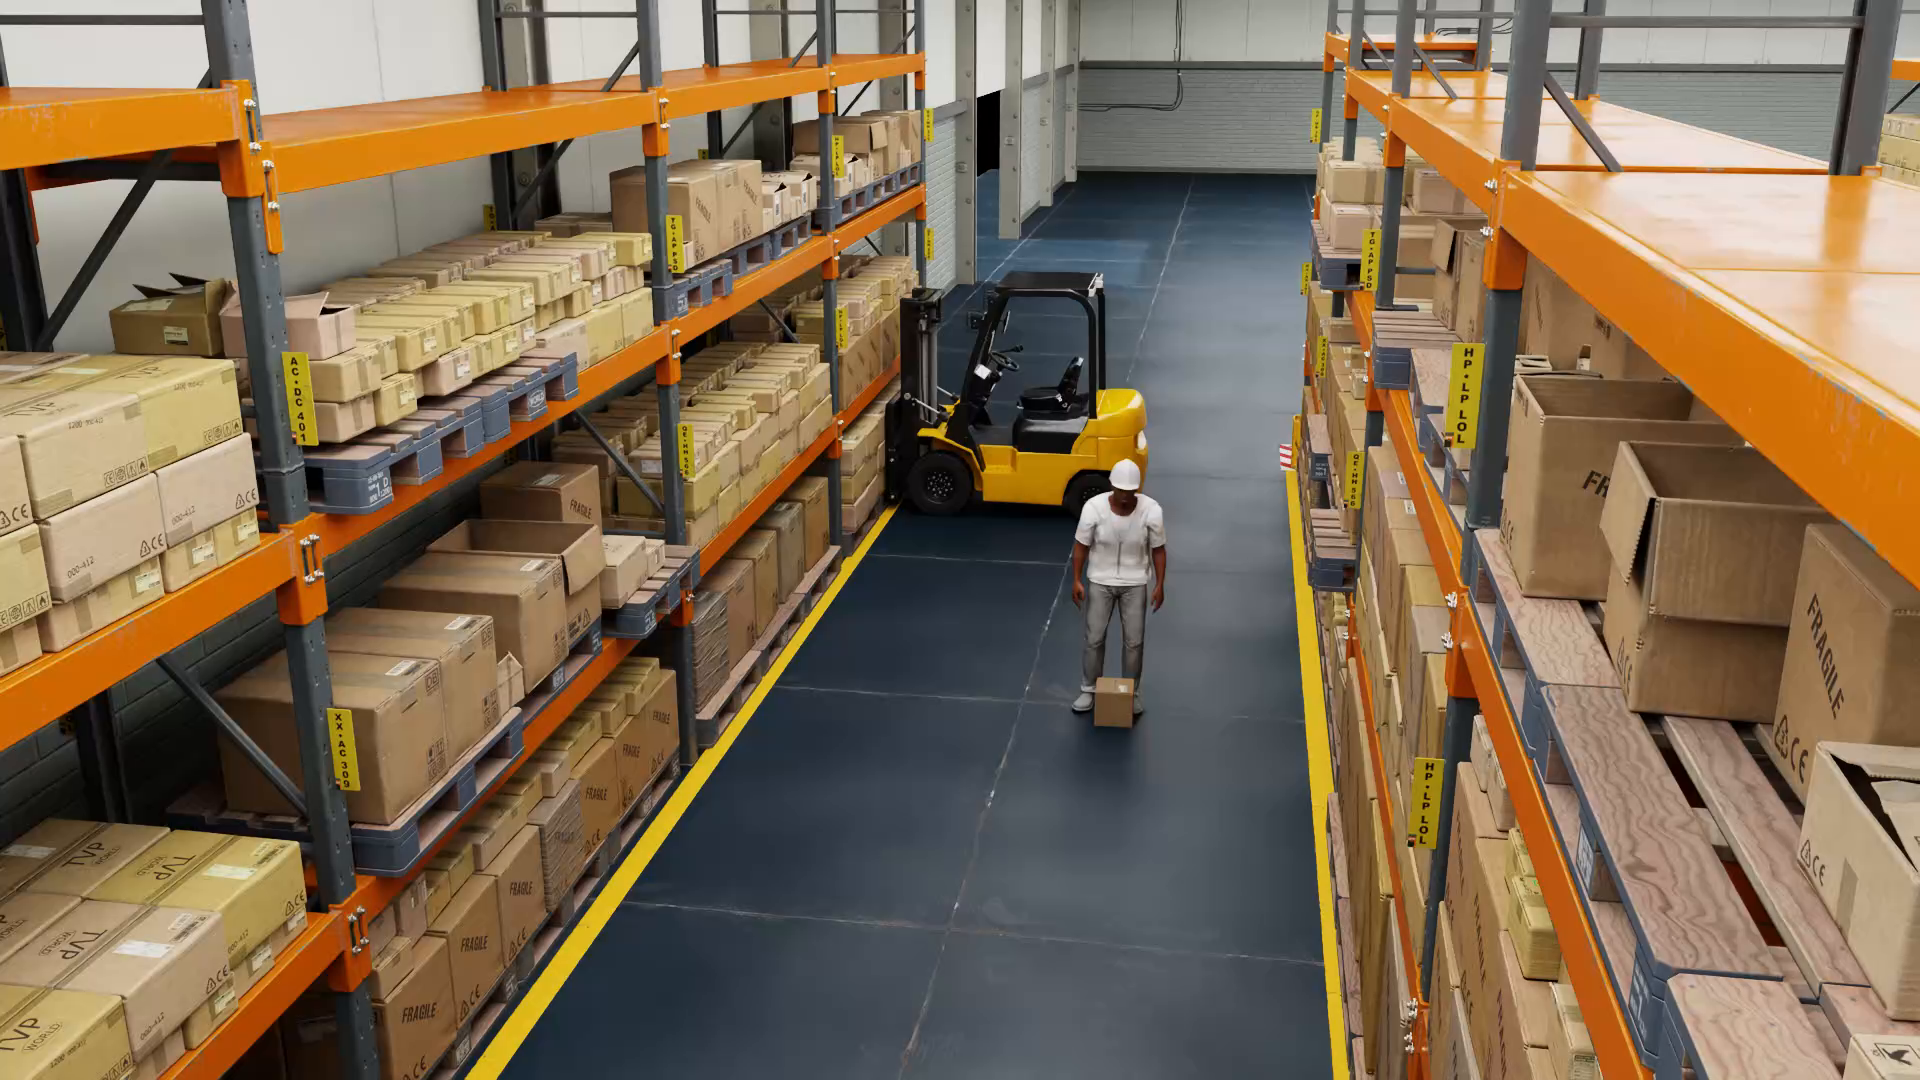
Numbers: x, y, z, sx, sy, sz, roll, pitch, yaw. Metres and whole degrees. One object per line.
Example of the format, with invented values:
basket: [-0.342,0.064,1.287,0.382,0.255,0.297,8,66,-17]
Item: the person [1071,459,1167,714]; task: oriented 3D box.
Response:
person: [1.056,0.300,11.091,0.625,1.759,0.461,2,18,6]
